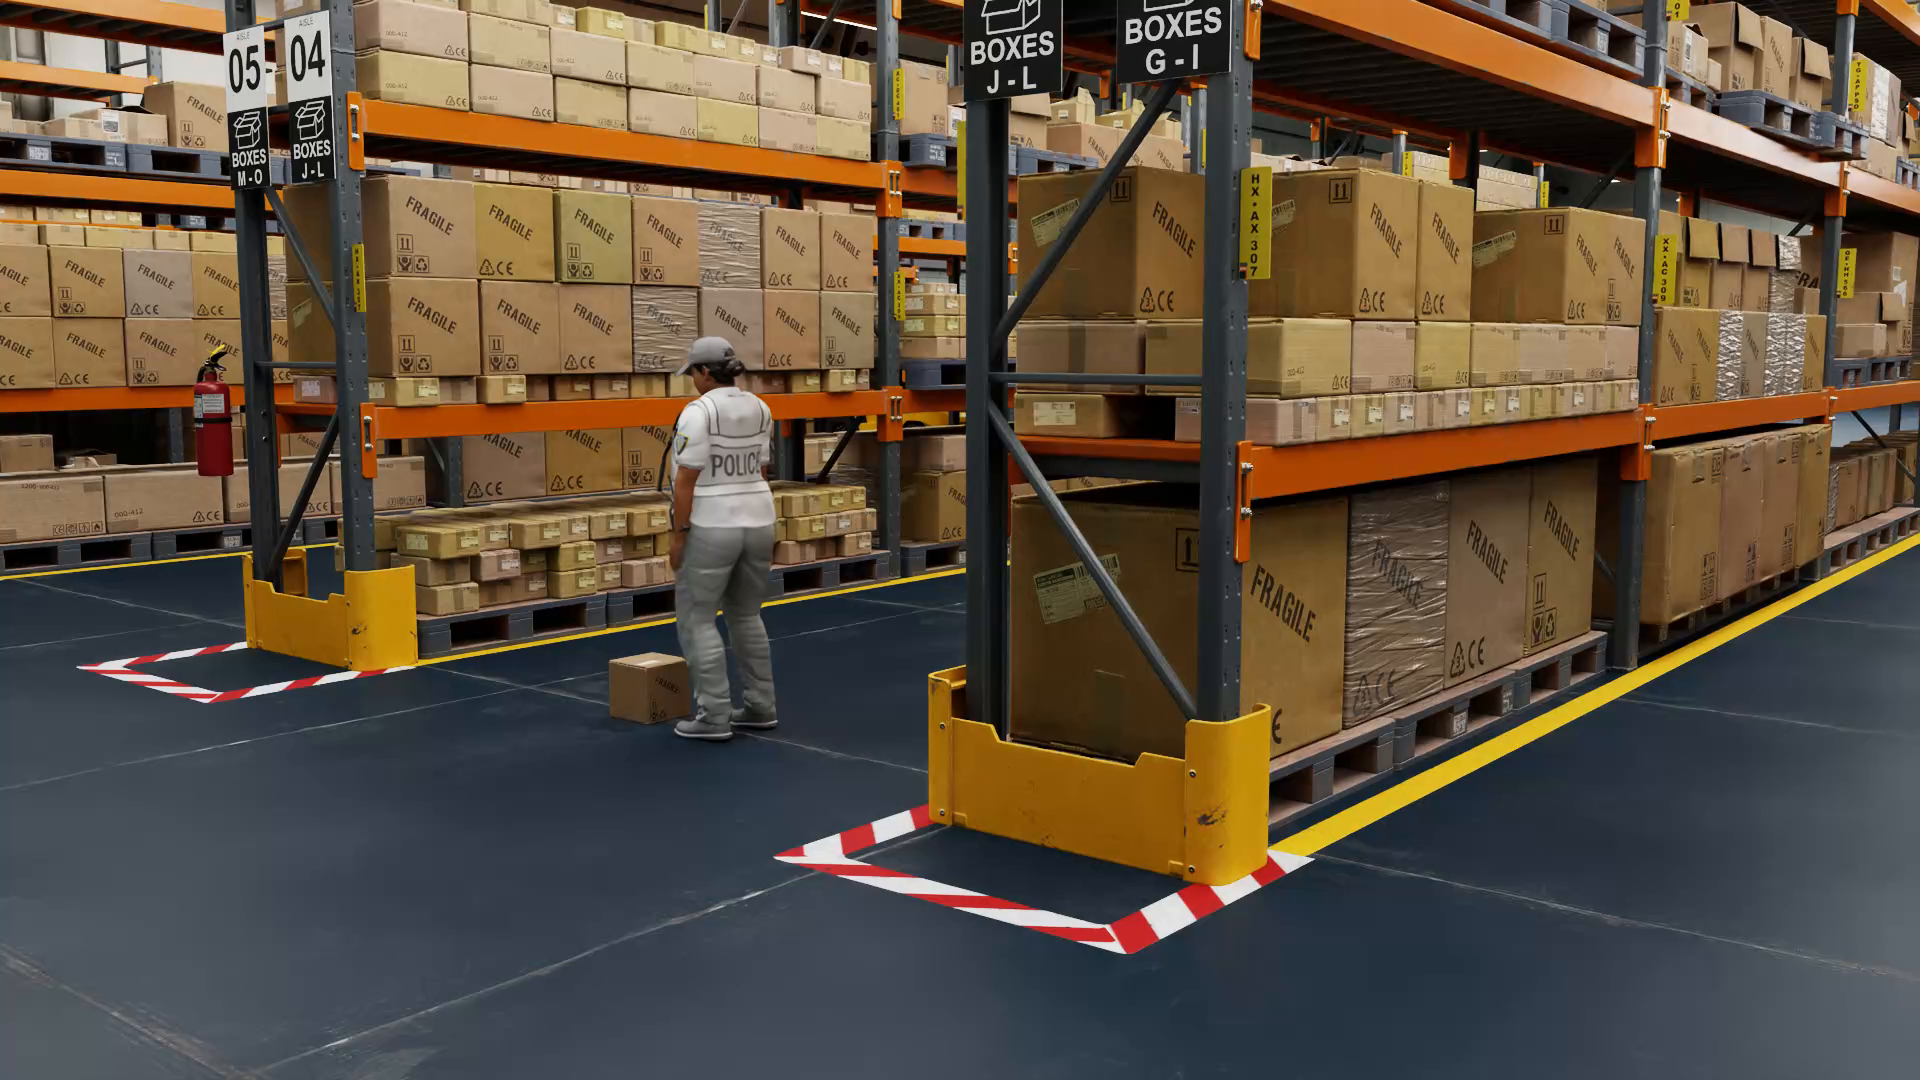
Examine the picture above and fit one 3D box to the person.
[{"bbox_3d":[-0.998,-0.010,6.881,0.390,1.656,0.473,6,9,40],"label":"person"}]
